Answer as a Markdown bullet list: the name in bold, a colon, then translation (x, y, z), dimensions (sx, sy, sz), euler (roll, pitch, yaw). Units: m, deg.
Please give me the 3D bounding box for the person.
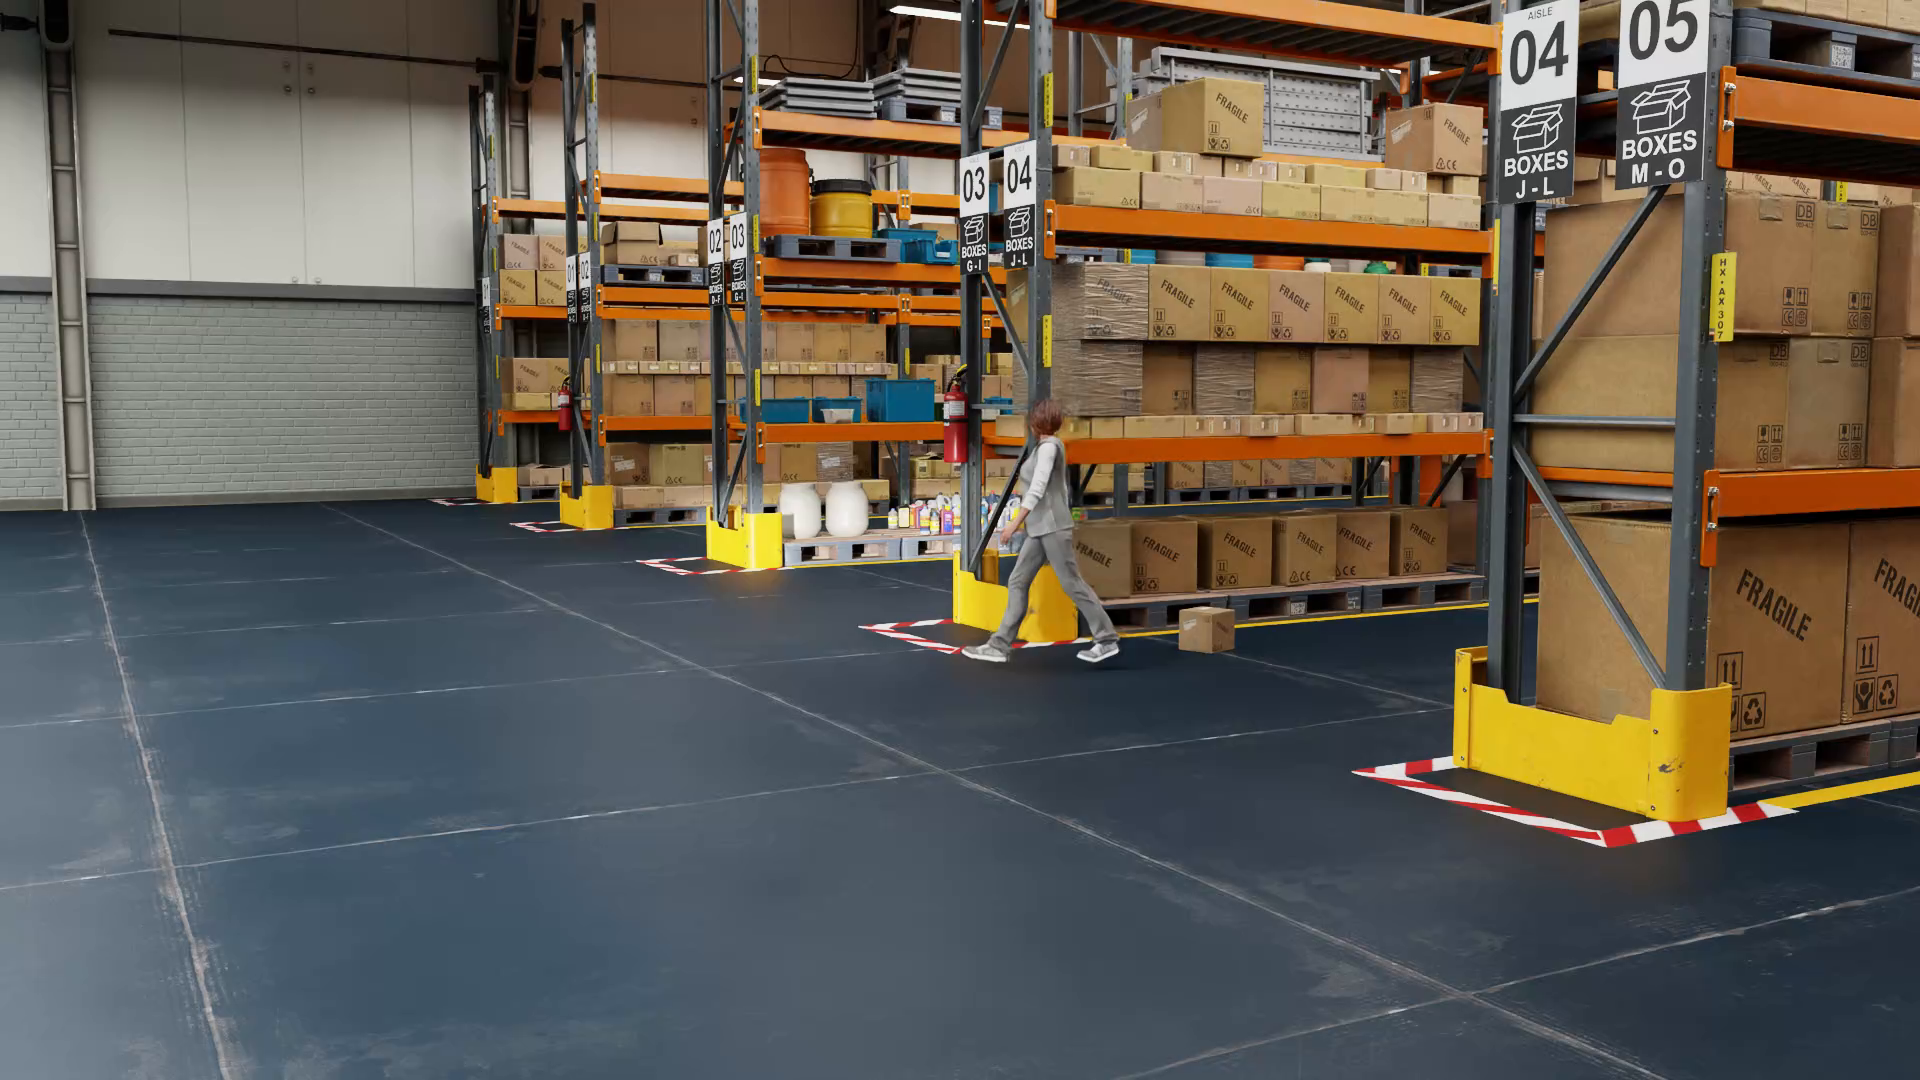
- **person**: translation (0.474, -0.047, 9.667), dimensions (0.925, 1.534, 0.524), euler (0, 5, -2)
